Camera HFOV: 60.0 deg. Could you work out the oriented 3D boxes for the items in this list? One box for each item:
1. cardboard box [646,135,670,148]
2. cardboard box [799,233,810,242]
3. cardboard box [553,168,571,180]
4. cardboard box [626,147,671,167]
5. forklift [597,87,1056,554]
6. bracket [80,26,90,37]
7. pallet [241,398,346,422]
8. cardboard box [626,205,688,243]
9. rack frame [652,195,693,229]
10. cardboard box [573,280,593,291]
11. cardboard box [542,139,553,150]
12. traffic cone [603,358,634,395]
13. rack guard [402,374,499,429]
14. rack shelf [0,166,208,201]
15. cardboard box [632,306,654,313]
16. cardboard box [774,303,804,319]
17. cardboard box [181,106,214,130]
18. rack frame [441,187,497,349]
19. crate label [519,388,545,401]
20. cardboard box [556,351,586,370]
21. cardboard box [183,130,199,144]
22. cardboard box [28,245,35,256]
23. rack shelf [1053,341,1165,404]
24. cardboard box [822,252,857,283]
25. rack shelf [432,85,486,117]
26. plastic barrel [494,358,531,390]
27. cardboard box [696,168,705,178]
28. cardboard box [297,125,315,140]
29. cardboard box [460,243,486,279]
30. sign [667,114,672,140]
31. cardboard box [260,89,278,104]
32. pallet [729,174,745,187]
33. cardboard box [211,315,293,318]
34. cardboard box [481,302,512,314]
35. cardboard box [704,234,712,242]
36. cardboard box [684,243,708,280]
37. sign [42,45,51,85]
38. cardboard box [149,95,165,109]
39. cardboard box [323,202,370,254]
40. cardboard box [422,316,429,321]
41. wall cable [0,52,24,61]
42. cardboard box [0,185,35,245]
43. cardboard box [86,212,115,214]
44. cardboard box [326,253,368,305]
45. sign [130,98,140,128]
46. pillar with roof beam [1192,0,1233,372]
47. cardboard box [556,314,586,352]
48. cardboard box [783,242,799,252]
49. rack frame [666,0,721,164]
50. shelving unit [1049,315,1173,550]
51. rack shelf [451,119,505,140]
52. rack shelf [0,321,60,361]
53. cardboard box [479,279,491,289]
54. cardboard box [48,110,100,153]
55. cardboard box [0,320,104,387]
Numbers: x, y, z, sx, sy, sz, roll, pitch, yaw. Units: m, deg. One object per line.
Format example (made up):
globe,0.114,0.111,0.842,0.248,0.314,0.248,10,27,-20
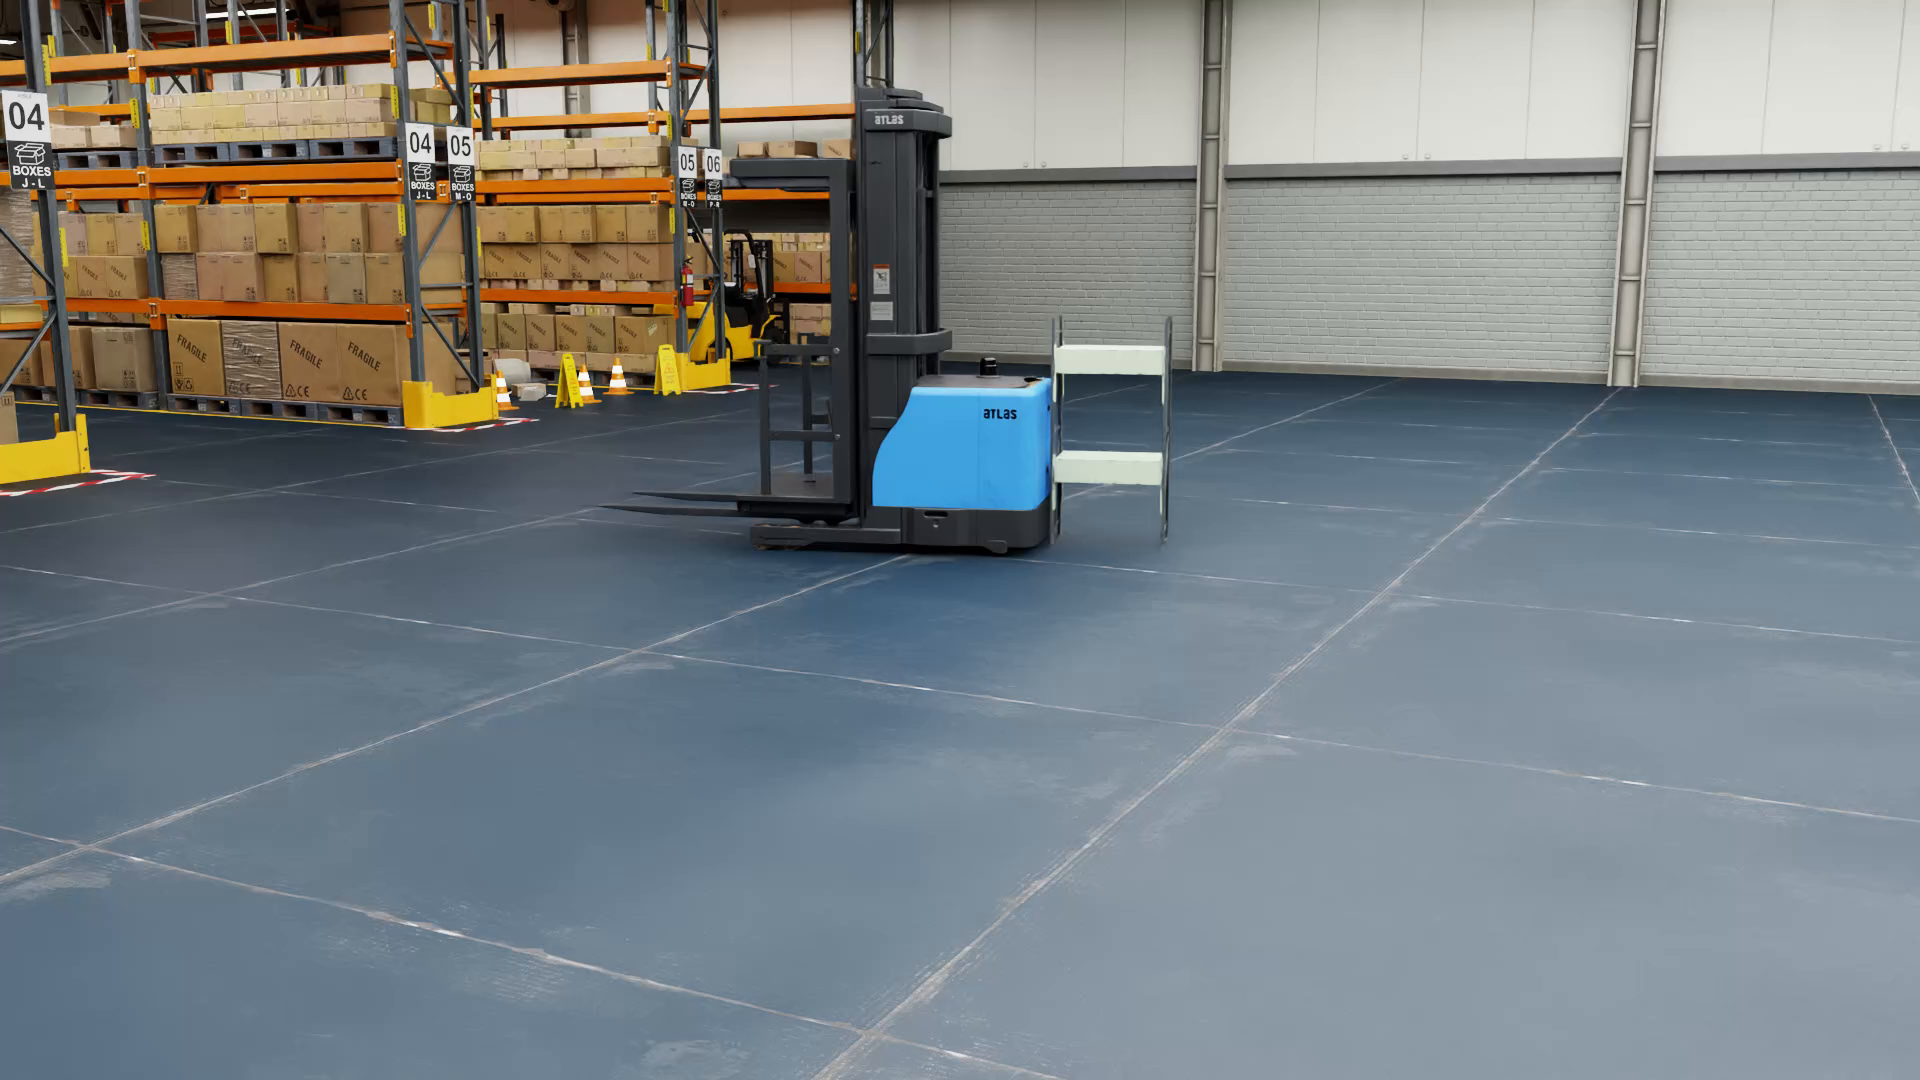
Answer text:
cardboard box,-3.965,-5.296,22.112,0.250,0.149,0.380,5,11,26
cardboard box,-2.425,-4.936,27.144,0.250,0.149,0.380,5,11,26
cardboard box,-5.372,-5.021,22.835,0.250,0.149,0.380,5,11,25
cardboard box,-4.109,-5.117,22.246,0.500,0.250,0.500,5,11,25
forklift,-0.909,-1.462,11.076,3.031,2.935,1.130,2,10,11
bracket,-18.235,-10.681,34.872,0.430,0.232,0.235,5,11,26
pallet,-7.473,-1.548,19.189,1.213,0.211,1.003,5,11,26
cardboard box,-4.086,-4.264,22.447,0.500,0.500,0.700,5,11,24
rack frame,-4.925,-4.680,28.665,0.127,3.000,1.000,5,11,26
cardboard box,-5.139,-3.533,23.033,0.250,0.149,0.380,5,11,25
cardboard box,-5.550,-5.445,22.938,0.250,0.149,0.380,5,12,27
traffic cone,-4.488,-2.151,21.816,0.334,0.463,0.336,5,11,26
rack guard,-5.609,-1.541,18.342,0.348,0.500,1.175,5,11,26
rack shelf,-11.012,-4.368,20.539,4.000,0.370,1.077,5,11,26
cardboard box,-5.398,-3.757,29.056,0.625,0.625,0.875,6,12,28
cardboard box,-2.807,-3.774,27.395,0.500,0.250,0.500,5,11,27
cardboard box,-8.450,-4.770,18.866,0.500,0.250,0.500,5,11,25
rack frame,-7.118,-3.887,24.283,0.127,3.000,1.000,5,11,26
crate label,-5.406,-1.839,21.005,0.298,0.136,0.250,-1,10,-4
cardboard box,-5.308,-2.528,23.319,0.500,0.250,0.500,5,11,24
cardboard box,-8.586,-4.573,18.900,0.250,0.149,0.380,5,11,26
cardboard box,-11.492,-3.828,20.870,0.500,0.500,0.700,5,11,25
rack shelf,1.001,-1.107,10.945,0.720,0.370,0.431,2,10,11
cardboard box,-1.896,-4.411,26.897,0.500,0.500,0.500,5,11,25
rack shelf,-8.912,-6.446,24.719,4.000,0.370,1.077,5,11,26
plastic barrel,-6.053,-2.225,22.334,0.512,0.421,0.421,-4,11,-23
cardboard box,-3.685,-5.002,22.728,0.250,0.149,0.380,5,11,26
cardboard box,-6.992,-4.434,18.127,0.250,0.149,0.380,5,11,25
cardboard box,-6.847,-4.003,23.810,0.500,0.500,0.500,5,11,26
sign,-3.795,-5.396,21.714,0.005,0.325,0.100,5,11,26
cardboard box,-7.451,-4.866,18.279,0.250,0.149,0.380,5,11,26
pallet,-3.059,-5.953,27.525,1.213,0.211,1.003,5,11,26
cardboard box,-11.288,-3.431,26.551,0.875,0.875,0.875,5,11,25
cardboard box,-6.623,-3.320,23.763,0.250,0.149,0.380,5,11,27
cardboard box,-4.078,-5.060,27.831,0.250,0.149,0.380,5,12,27
cardboard box,-3.833,-3.849,22.957,0.500,0.500,0.500,5,11,25
sign,-7.676,-3.982,13.930,0.005,0.325,0.100,5,11,26
cardboard box,-9.042,-5.006,19.050,0.250,0.149,0.380,5,11,26
cardboard box,-6.481,-3.442,18.374,0.550,0.550,0.875,5,11,26
cardboard box,-9.902,-4.053,31.039,0.500,0.500,0.500,6,12,28
wall cable,-20.182,-11.963,36.447,0.133,3.039,2.988,5,11,26
cardboard box,-8.289,-2.763,14.152,0.500,0.500,0.500,5,11,26
cardboard box,-14.461,-5.444,27.977,0.250,0.149,0.380,5,11,25
cardboard box,-6.487,-2.909,18.458,0.550,0.550,0.875,5,11,26
sign,-9.449,-4.886,19.047,0.005,0.325,0.100,5,11,26
pillar with roof beam,1.912,-6.355,21.076,0.400,9.000,9.100,5,11,26
cardboard box,-5.284,-2.897,23.251,0.500,0.500,0.500,5,11,24
cardboard box,-2.699,-4.796,27.205,0.250,0.149,0.380,5,11,24
rack frame,-3.531,-6.524,22.007,0.127,3.000,1.000,5,11,26
shelving unit,1.001,-0.723,11.014,0.755,1.500,0.431,2,10,11
rack shelf,-10.306,-7.554,30.843,4.000,0.370,1.077,5,11,26
rack shelf,-9.710,-1.792,14.731,4.000,0.370,1.077,5,11,26
cardboard box,-6.728,-3.675,23.821,0.250,0.149,0.380,5,12,27
cardboard box,-11.122,-5.092,20.780,0.500,0.500,0.500,5,11,26
cardboard box,-11.513,-2.372,21.053,0.750,0.750,1.050,5,11,27
